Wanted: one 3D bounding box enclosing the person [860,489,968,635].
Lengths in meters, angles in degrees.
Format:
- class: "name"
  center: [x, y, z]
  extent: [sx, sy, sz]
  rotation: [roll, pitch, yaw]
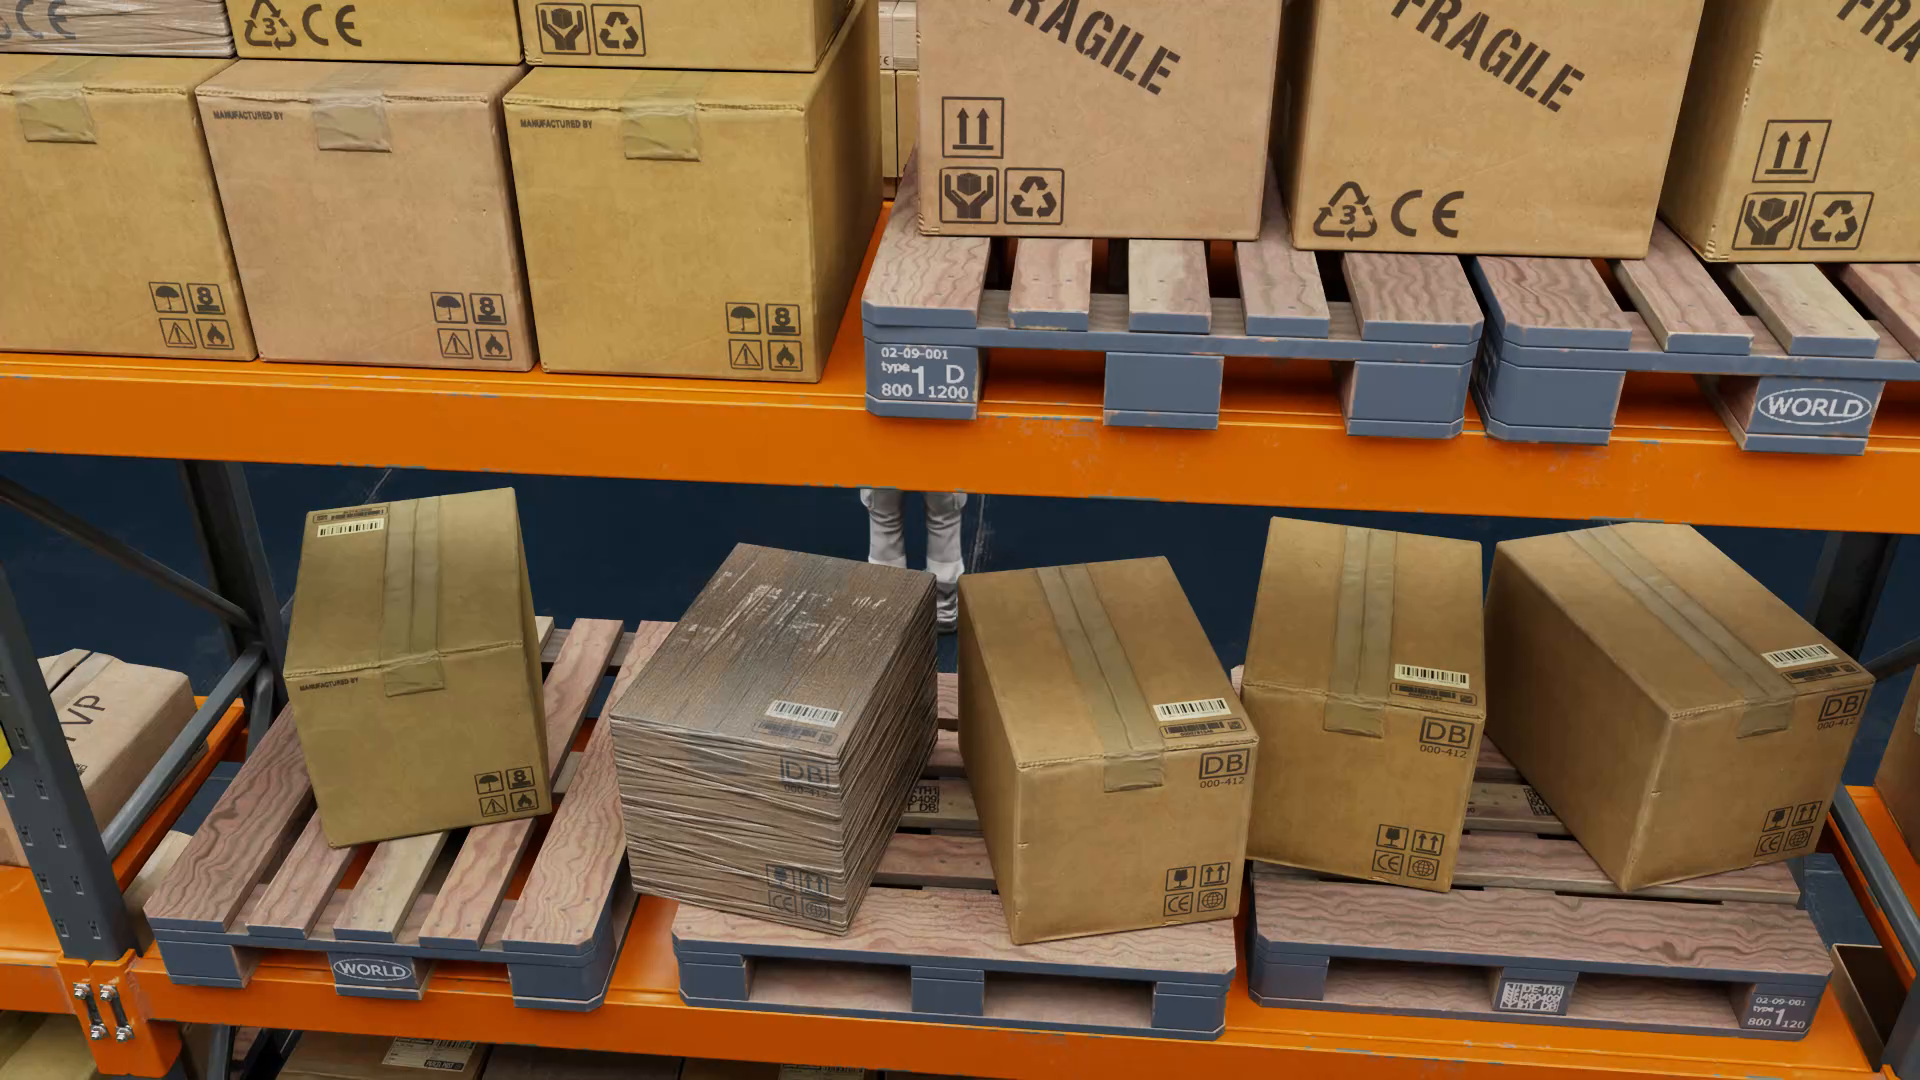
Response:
- class: "person"
  center: [-0.198, -0.449, 6.835]
  extent: [0.526, 1.794, 0.519]
  rotation: [2, 32, 4]
